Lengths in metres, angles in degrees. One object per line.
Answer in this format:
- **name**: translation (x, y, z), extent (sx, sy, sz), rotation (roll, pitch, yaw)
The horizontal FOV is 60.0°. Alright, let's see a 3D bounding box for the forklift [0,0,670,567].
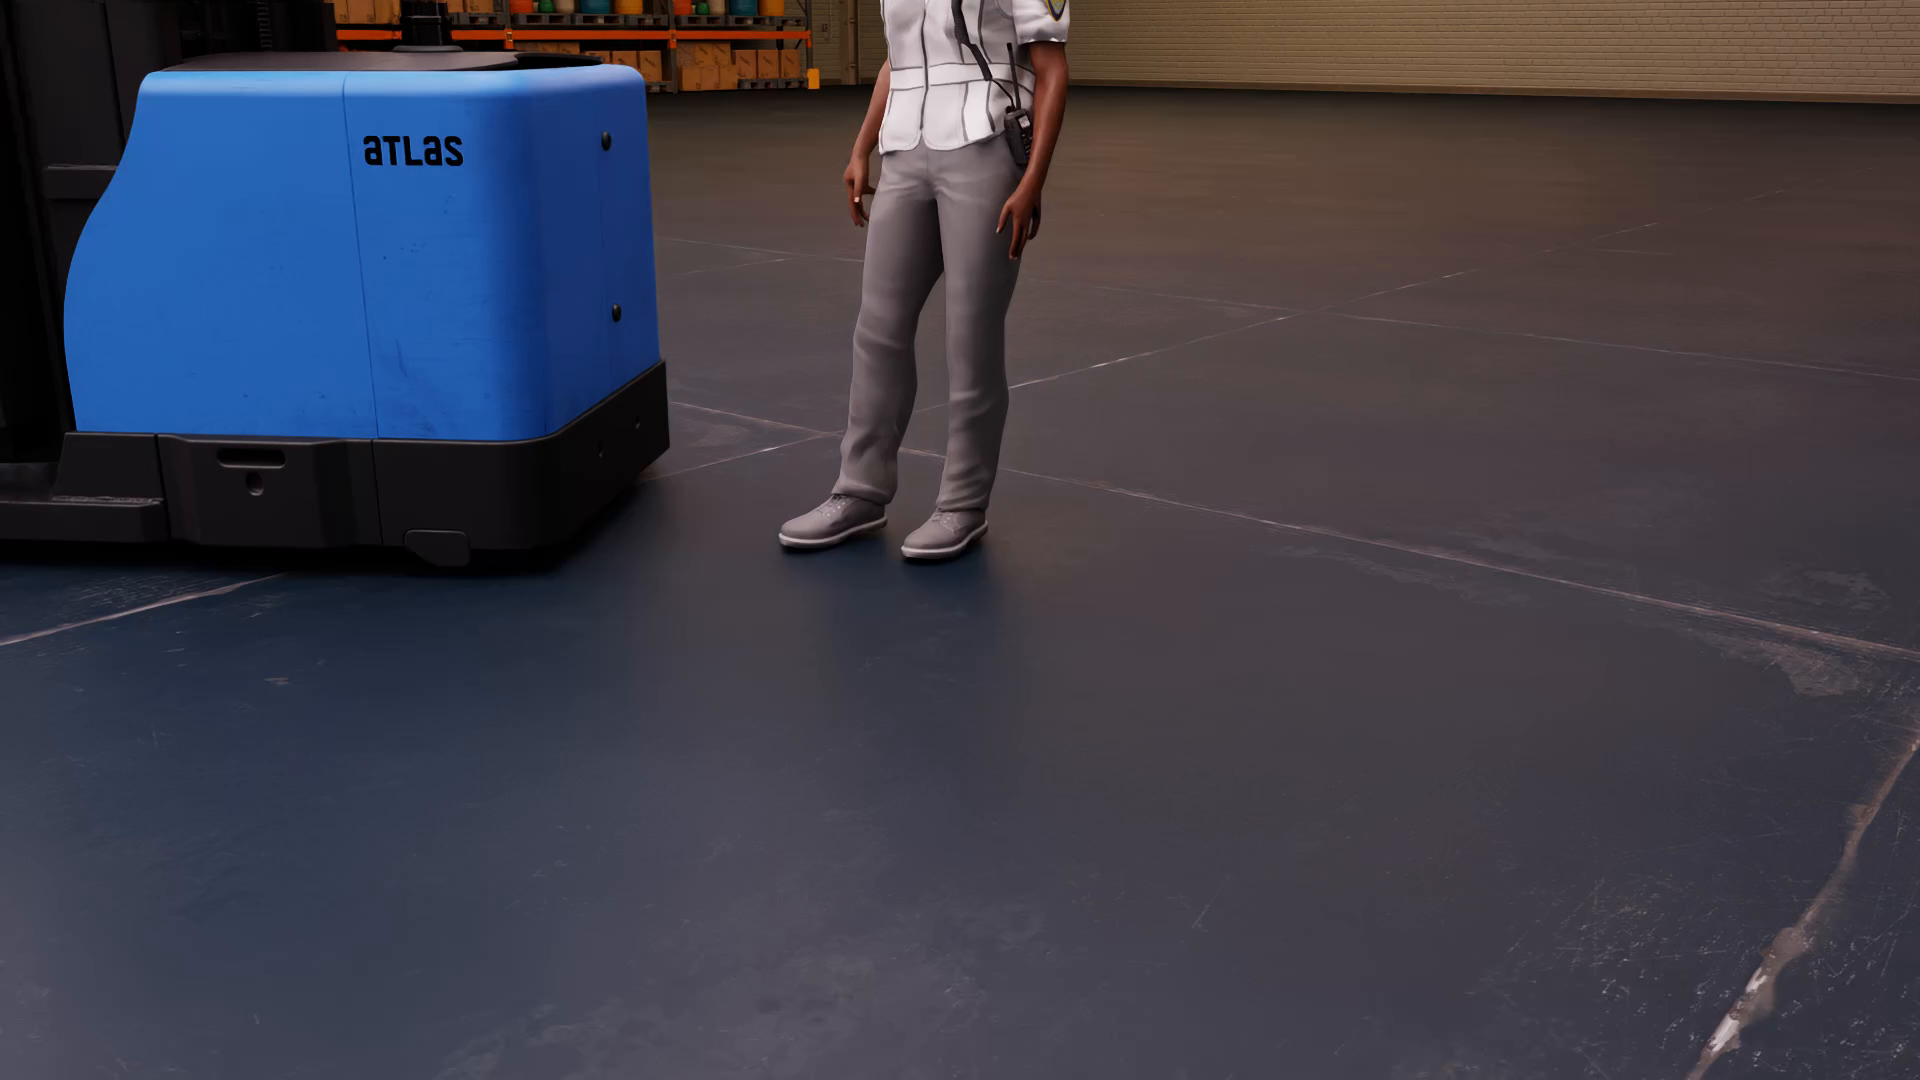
- **forklift**: translation (-2.340, -1.504, 3.851), extent (3.031, 2.935, 1.130), rotation (2, 17, 6)

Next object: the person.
- **person**: translation (-0.063, -0.805, 3.651), extent (0.569, 1.694, 0.529), rotation (13, 21, 37)
